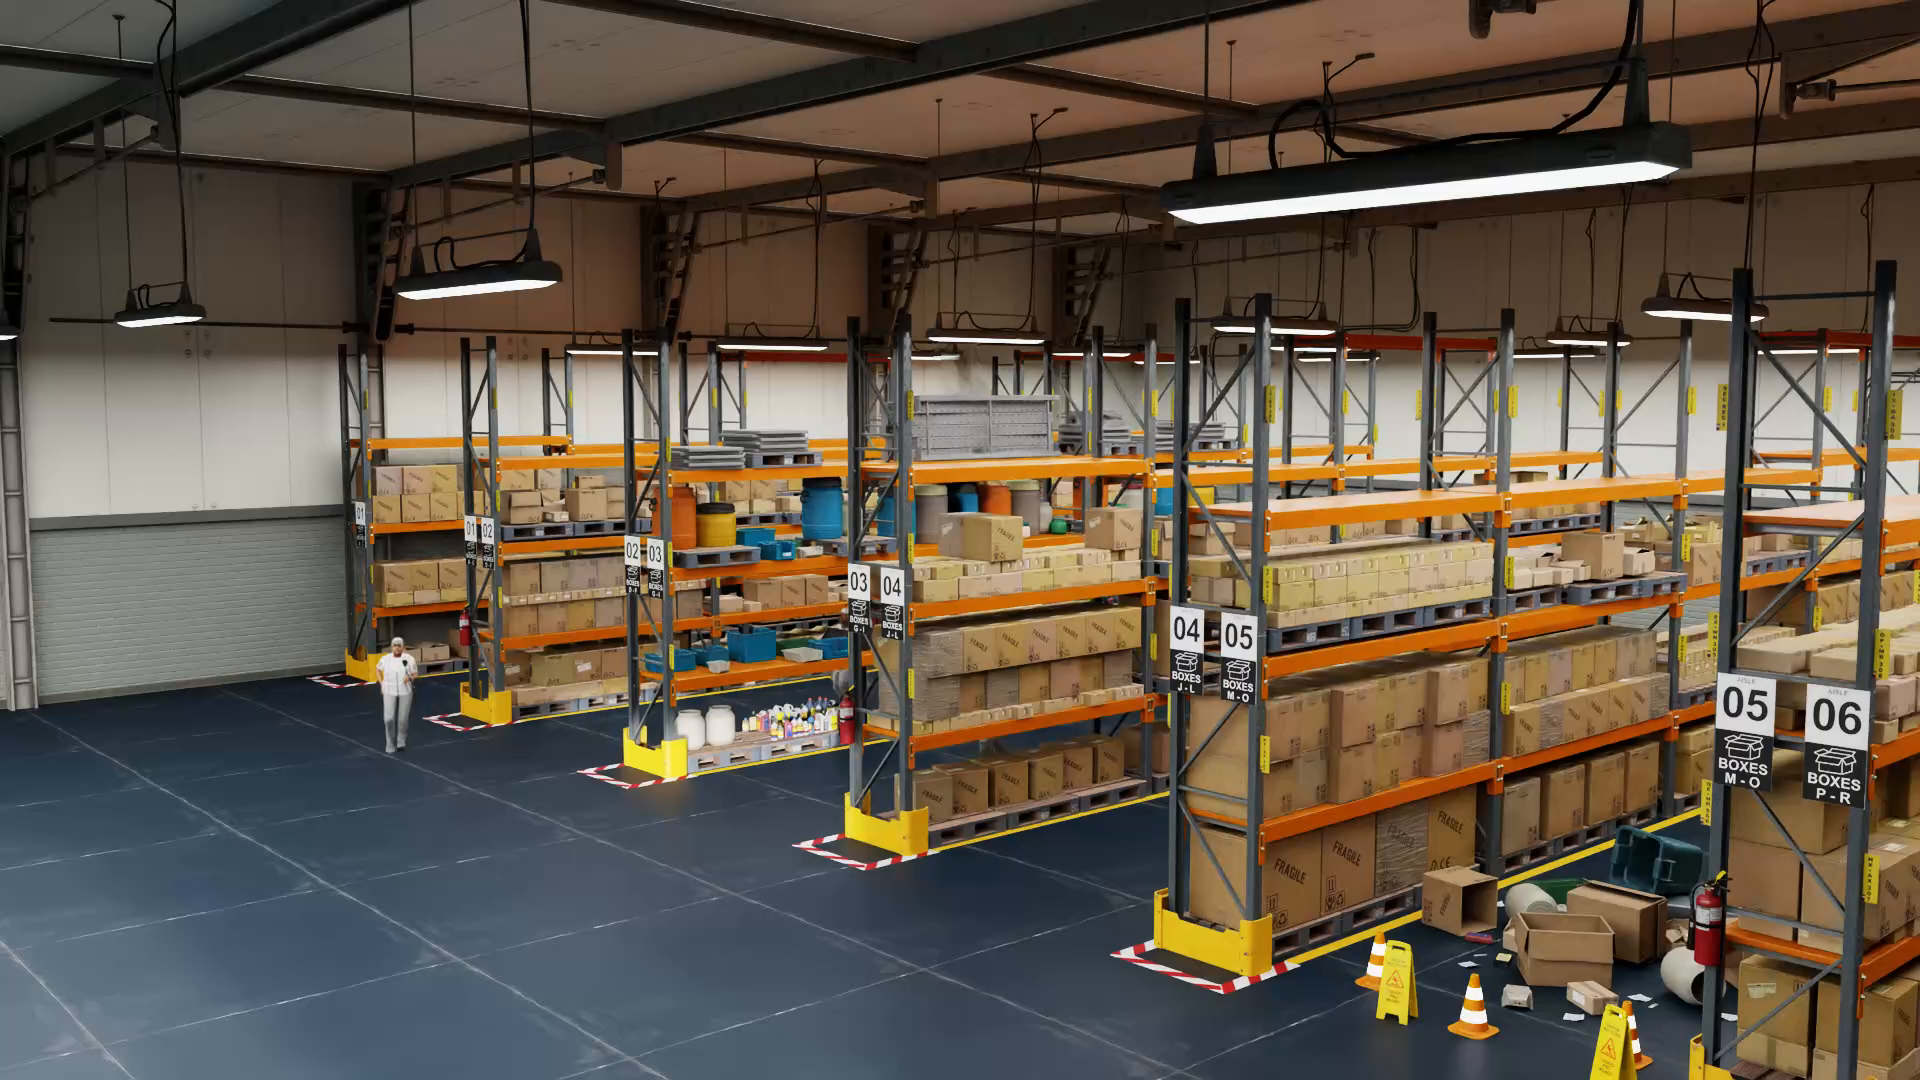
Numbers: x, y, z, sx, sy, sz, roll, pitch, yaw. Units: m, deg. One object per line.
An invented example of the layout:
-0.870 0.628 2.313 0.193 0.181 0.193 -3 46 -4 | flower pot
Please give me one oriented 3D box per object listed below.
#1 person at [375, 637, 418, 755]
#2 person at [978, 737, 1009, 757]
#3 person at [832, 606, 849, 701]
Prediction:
-8.033 2.230 23.759 0.579 1.677 0.685 -2 5 -20 | person
0.395 2.296 22.087 0.888 1.805 0.610 -4 7 -41 | person
-1.839 1.925 26.447 0.675 1.735 0.610 5 7 43 | person
